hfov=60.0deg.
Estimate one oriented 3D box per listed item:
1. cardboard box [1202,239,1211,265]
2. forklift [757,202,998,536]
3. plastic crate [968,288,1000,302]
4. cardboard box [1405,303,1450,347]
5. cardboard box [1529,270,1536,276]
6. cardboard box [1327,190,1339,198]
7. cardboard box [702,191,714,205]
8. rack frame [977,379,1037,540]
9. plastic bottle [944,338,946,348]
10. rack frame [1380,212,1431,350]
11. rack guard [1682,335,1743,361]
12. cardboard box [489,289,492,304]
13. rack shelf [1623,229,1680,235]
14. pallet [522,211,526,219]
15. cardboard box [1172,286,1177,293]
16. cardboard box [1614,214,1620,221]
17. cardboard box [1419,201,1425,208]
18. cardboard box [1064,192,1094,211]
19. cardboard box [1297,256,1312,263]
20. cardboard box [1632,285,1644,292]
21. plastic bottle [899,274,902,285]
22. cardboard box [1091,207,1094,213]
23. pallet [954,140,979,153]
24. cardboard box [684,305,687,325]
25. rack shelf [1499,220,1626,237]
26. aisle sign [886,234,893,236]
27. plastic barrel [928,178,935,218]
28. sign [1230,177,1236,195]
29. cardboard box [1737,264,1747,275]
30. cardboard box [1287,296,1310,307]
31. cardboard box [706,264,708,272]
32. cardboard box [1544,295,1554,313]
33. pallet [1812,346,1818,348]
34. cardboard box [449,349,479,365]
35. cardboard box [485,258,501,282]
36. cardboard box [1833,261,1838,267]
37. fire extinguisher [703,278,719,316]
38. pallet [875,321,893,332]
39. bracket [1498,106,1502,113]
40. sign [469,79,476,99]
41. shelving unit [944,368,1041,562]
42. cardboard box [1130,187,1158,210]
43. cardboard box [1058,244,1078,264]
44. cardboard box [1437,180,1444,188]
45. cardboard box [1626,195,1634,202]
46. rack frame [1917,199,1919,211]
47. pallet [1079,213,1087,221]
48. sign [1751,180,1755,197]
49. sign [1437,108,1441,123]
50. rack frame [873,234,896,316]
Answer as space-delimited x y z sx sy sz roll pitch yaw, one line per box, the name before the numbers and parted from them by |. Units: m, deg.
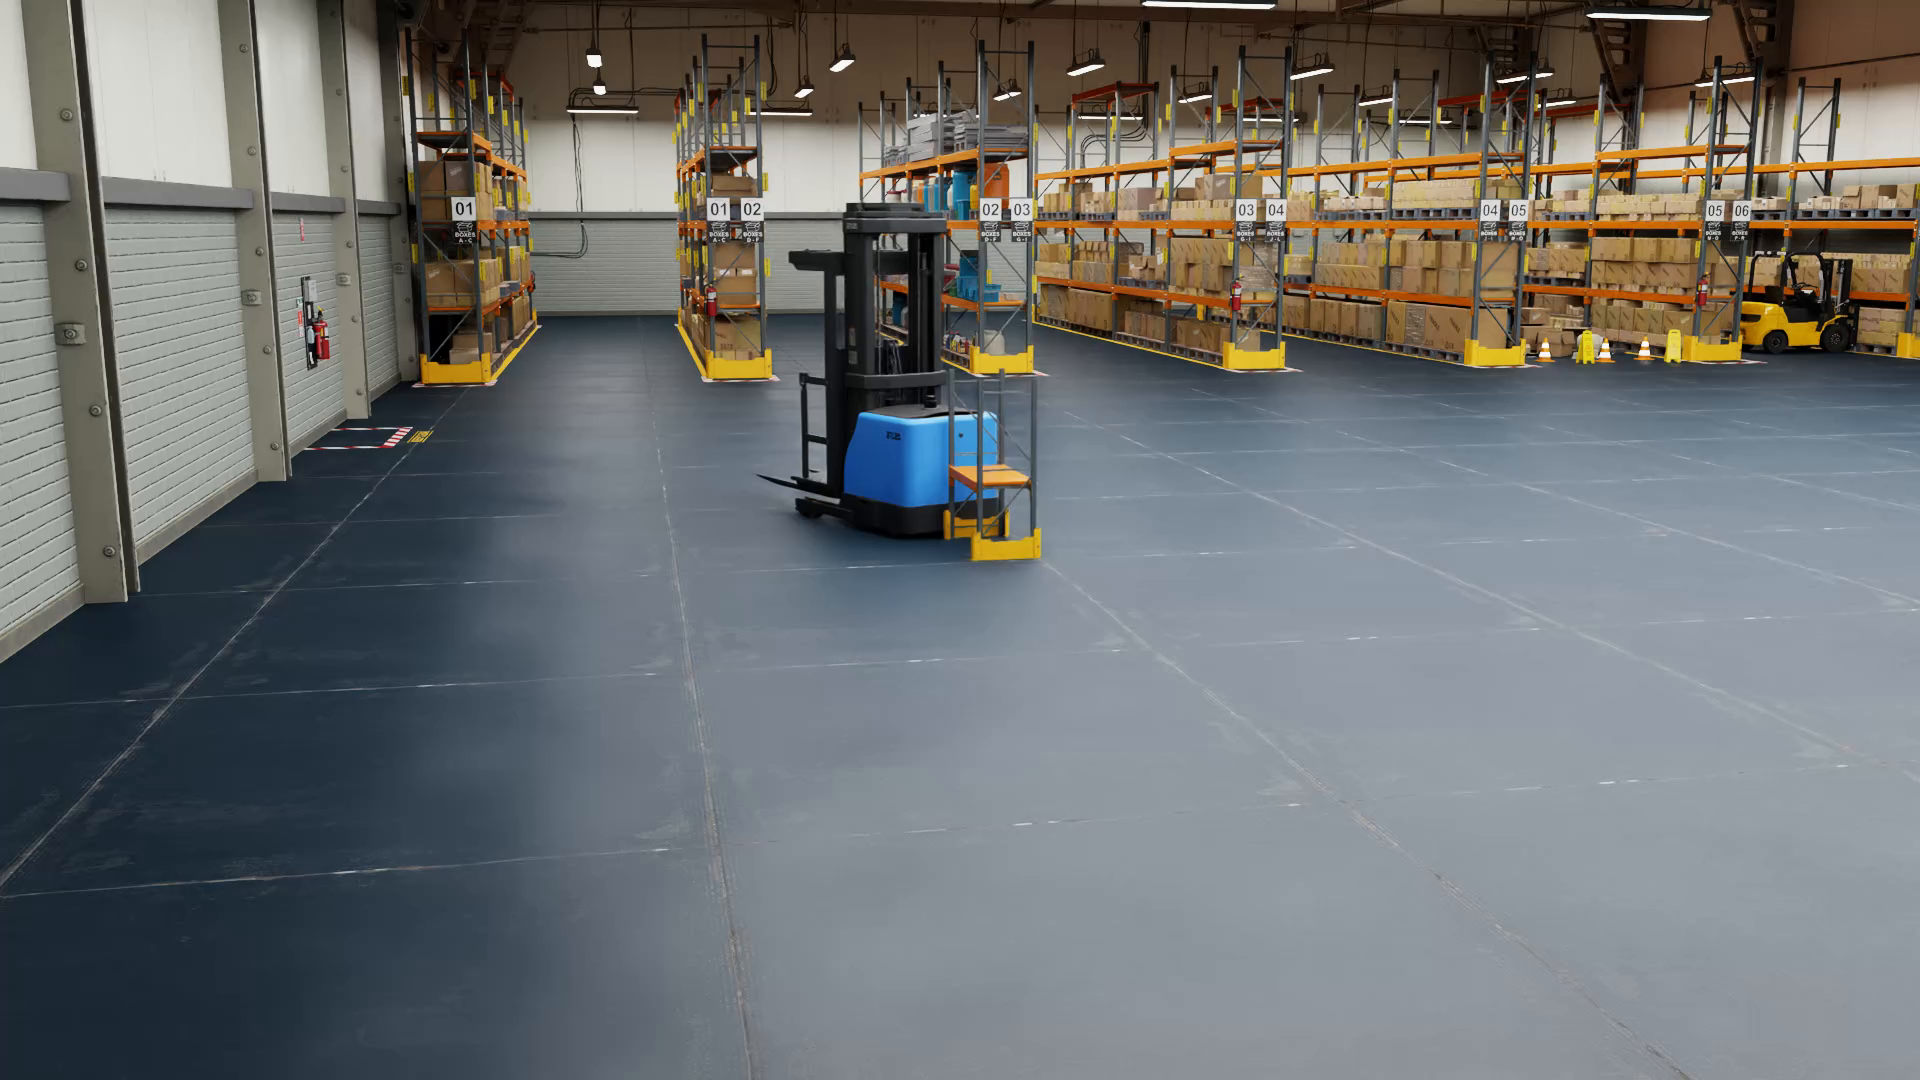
cardboard box | 5.152 -5.754 33.168 0.500 0.500 0.500 -2 11 -11
forklift | -0.922 -1.699 15.784 1.130 2.935 3.031 -8 13 -35
plastic crate | 0.449 -4.620 31.345 0.499 0.251 0.616 -2 11 -11
cardboard box | 10.038 -4.567 35.230 0.875 0.875 0.875 -2 11 -11
cardboard box | 13.931 -6.439 40.053 0.380 0.149 0.250 -1 11 -8
cardboard box | 9.119 -8.499 40.990 0.396 0.266 0.258 -2 11 -11
cardboard box | -4.502 -6.309 30.704 0.500 0.250 0.500 -2 11 -11
rack frame | 0.386 -0.573 13.694 0.500 1.500 0.032 -3 11 -13
plastic bottle | -0.286 -4.094 34.493 0.097 0.201 0.097 0 11 0
rack frame | 9.806 -5.688 36.557 1.000 3.000 0.127 -2 11 -11
rack guard | 15.405 -3.939 34.053 1.175 0.500 0.348 -2 11 -11
cardboard box | -8.869 -4.477 30.546 0.500 0.250 0.500 -2 11 -12
rack shelf | 18.343 -8.288 44.121 1.077 0.370 4.000 -2 11 -11
pallet | -11.594 -8.257 42.268 1.003 0.211 1.213 -2 11 -11
cardboard box | 4.703 -5.306 35.223 0.380 0.149 0.250 -2 11 -11
cardboard box | 14.614 -7.079 36.516 0.380 0.149 0.250 -2 11 -11
cardboard box | 9.793 -6.981 34.609 0.380 0.149 0.250 -2 11 -11
cardboard box | 3.154 -8.913 43.820 0.700 0.500 0.500 -3 11 -14
cardboard box | 8.483 -6.870 40.725 0.380 0.149 0.250 -3 11 -13
cardboard box | 14.704 -5.413 35.787 0.380 0.149 0.250 -2 11 -11
plastic bottle | -1.435 -6.290 40.036 0.061 0.283 0.133 -2 11 -11
cardboard box | 3.507 -8.271 41.656 0.380 0.149 0.250 -3 11 -13
pallet | 0.491 -7.629 32.288 1.003 0.211 1.213 -2 11 -11
cardboard box | -6.742 -5.716 42.214 0.500 0.500 0.500 -2 11 -11
rack shelf | 14.252 -7.373 39.315 1.077 0.370 4.000 -2 11 -11
aisle sign | -1.998 -8.848 46.206 0.394 0.787 0.004 -2 11 -11
plastic barrel | -0.377 -7.271 35.512 0.600 0.901 0.600 0 11 0
sign | 5.150 -6.684 31.403 0.100 0.325 0.005 -2 11 -11
cardboard box | 18.963 -6.508 39.932 0.500 0.250 0.500 -2 11 -10
cardboard box | 8.529 -5.976 41.630 0.500 0.250 0.500 -2 11 -10
cardboard box | -4.834 -5.385 32.962 0.380 0.149 0.250 -2 11 -13
cardboard box | 17.335 -6.872 48.343 0.500 0.500 0.500 -2 11 -10
pallet | 19.623 -4.550 38.039 1.003 0.211 1.213 -2 11 -11
cardboard box | -8.924 -3.277 29.908 0.500 0.311 0.500 -3 11 -17
cardboard box | -10.068 -5.671 35.025 0.700 0.500 0.500 -2 11 -11
cardboard box | 19.534 -6.131 36.886 0.380 0.149 0.250 -2 11 -13
fire extinguisher | -4.452 -4.356 29.768 0.296 0.674 0.183 -2 11 -11
pallet | -1.675 -5.577 43.432 1.003 0.211 1.213 -2 11 -11
bracket | 17.107 -13.574 52.321 0.235 0.232 0.430 -2 11 -11
sign | -8.345 -7.716 28.461 0.100 0.325 0.005 -2 11 -11
shelving unit | 0.264 -0.667 14.188 0.587 1.500 1.083 -3 11 -13
cardboard box | 4.182 -7.747 37.750 0.500 0.500 0.500 -2 11 -13
cardboard box | 2.920 -7.601 44.208 0.500 0.500 0.500 -2 11 -10
cardboard box | 9.938 -7.234 33.808 0.380 0.149 0.250 -2 11 -12
cardboard box | 14.627 -7.370 35.914 0.380 0.149 0.250 -2 11 -13
rack frame | 20.288 -8.281 34.137 1.000 3.000 0.127 -2 11 -11
pallet | 3.591 -8.206 42.279 0.805 0.209 1.217 -3 11 -13
sign | 15.952 -7.075 33.488 0.100 0.325 0.005 -2 11 -11
sign | 10.355 -9.187 35.977 0.100 0.325 0.005 -2 11 -11
rack frame | -2.272 -7.547 46.324 1.000 3.000 0.127 -2 11 -11
